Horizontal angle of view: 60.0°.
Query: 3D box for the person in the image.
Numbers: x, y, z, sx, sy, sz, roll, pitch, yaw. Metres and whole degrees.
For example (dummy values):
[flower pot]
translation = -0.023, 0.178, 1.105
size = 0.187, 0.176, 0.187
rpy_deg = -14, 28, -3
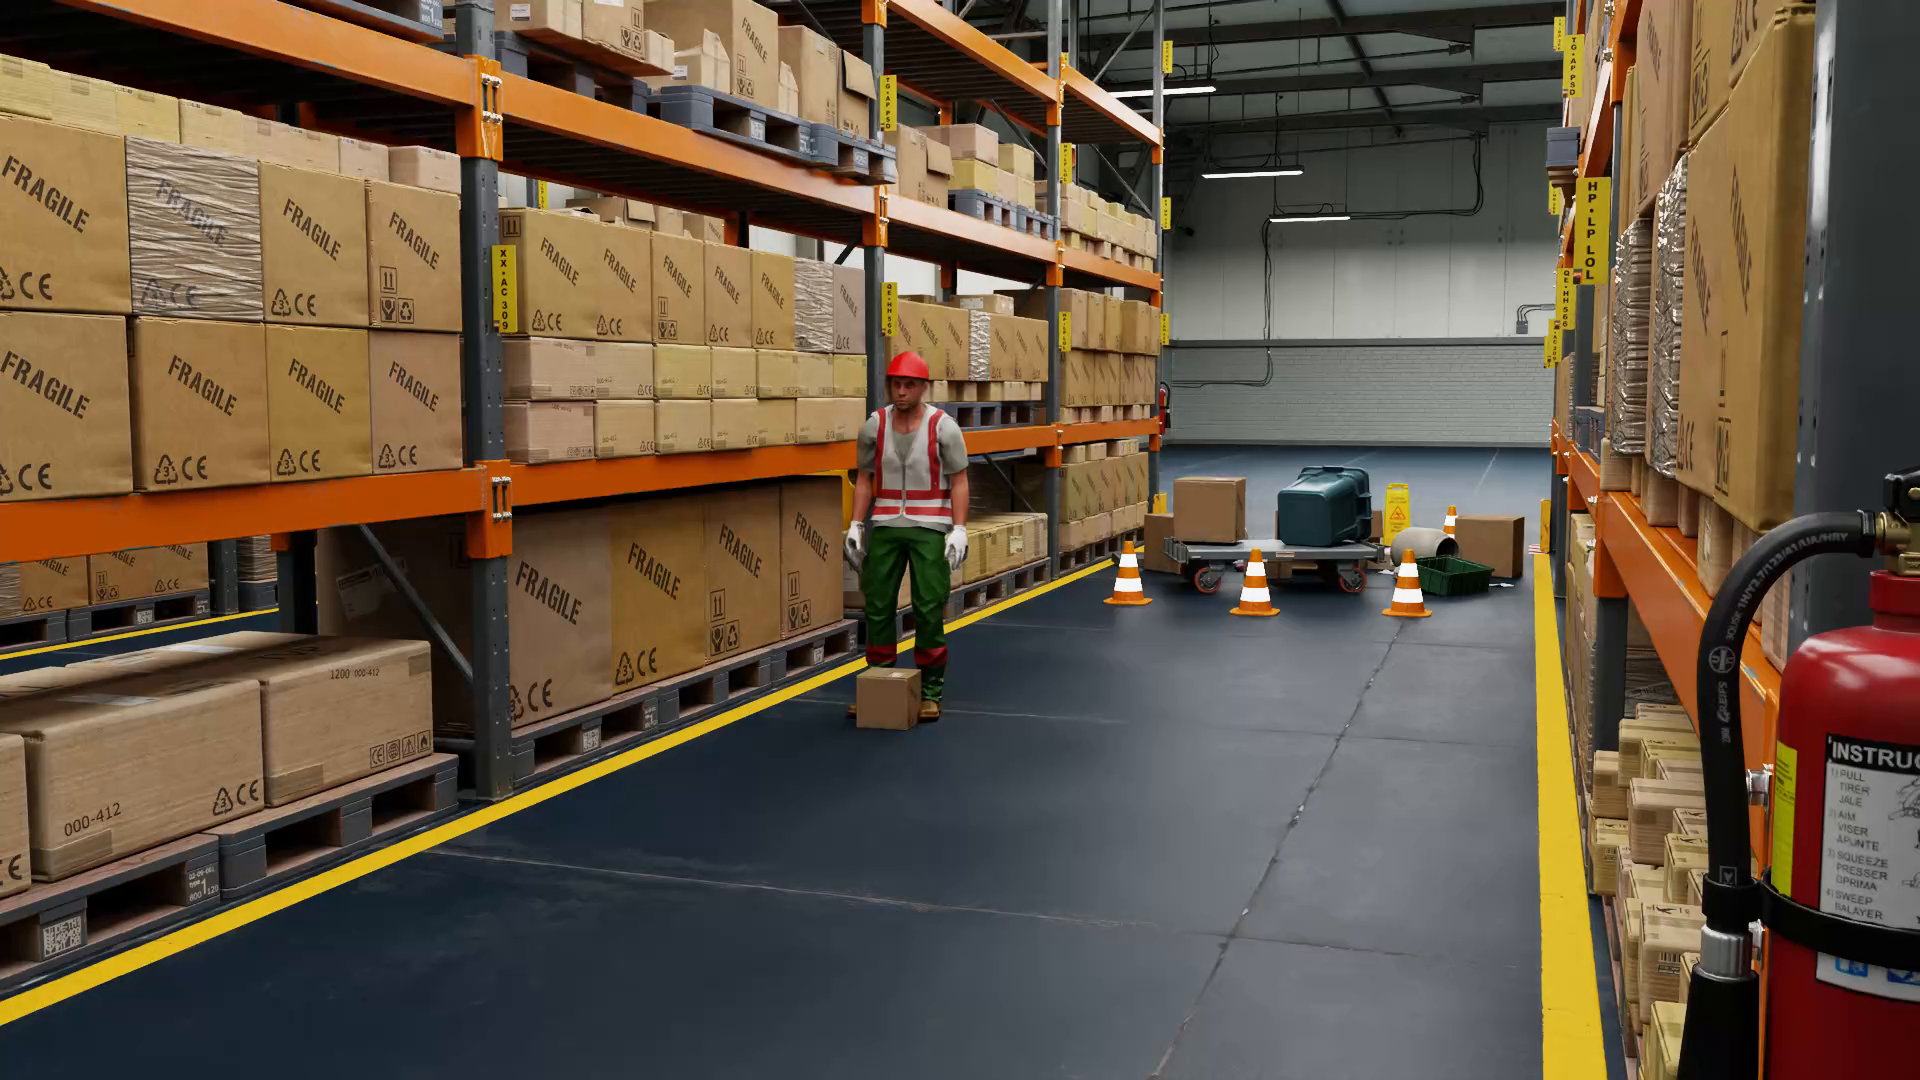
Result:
[person]
translation = -0.252, -0.022, 8.091
size = 0.623, 1.780, 0.446
rpy_deg = 1, 5, 16
